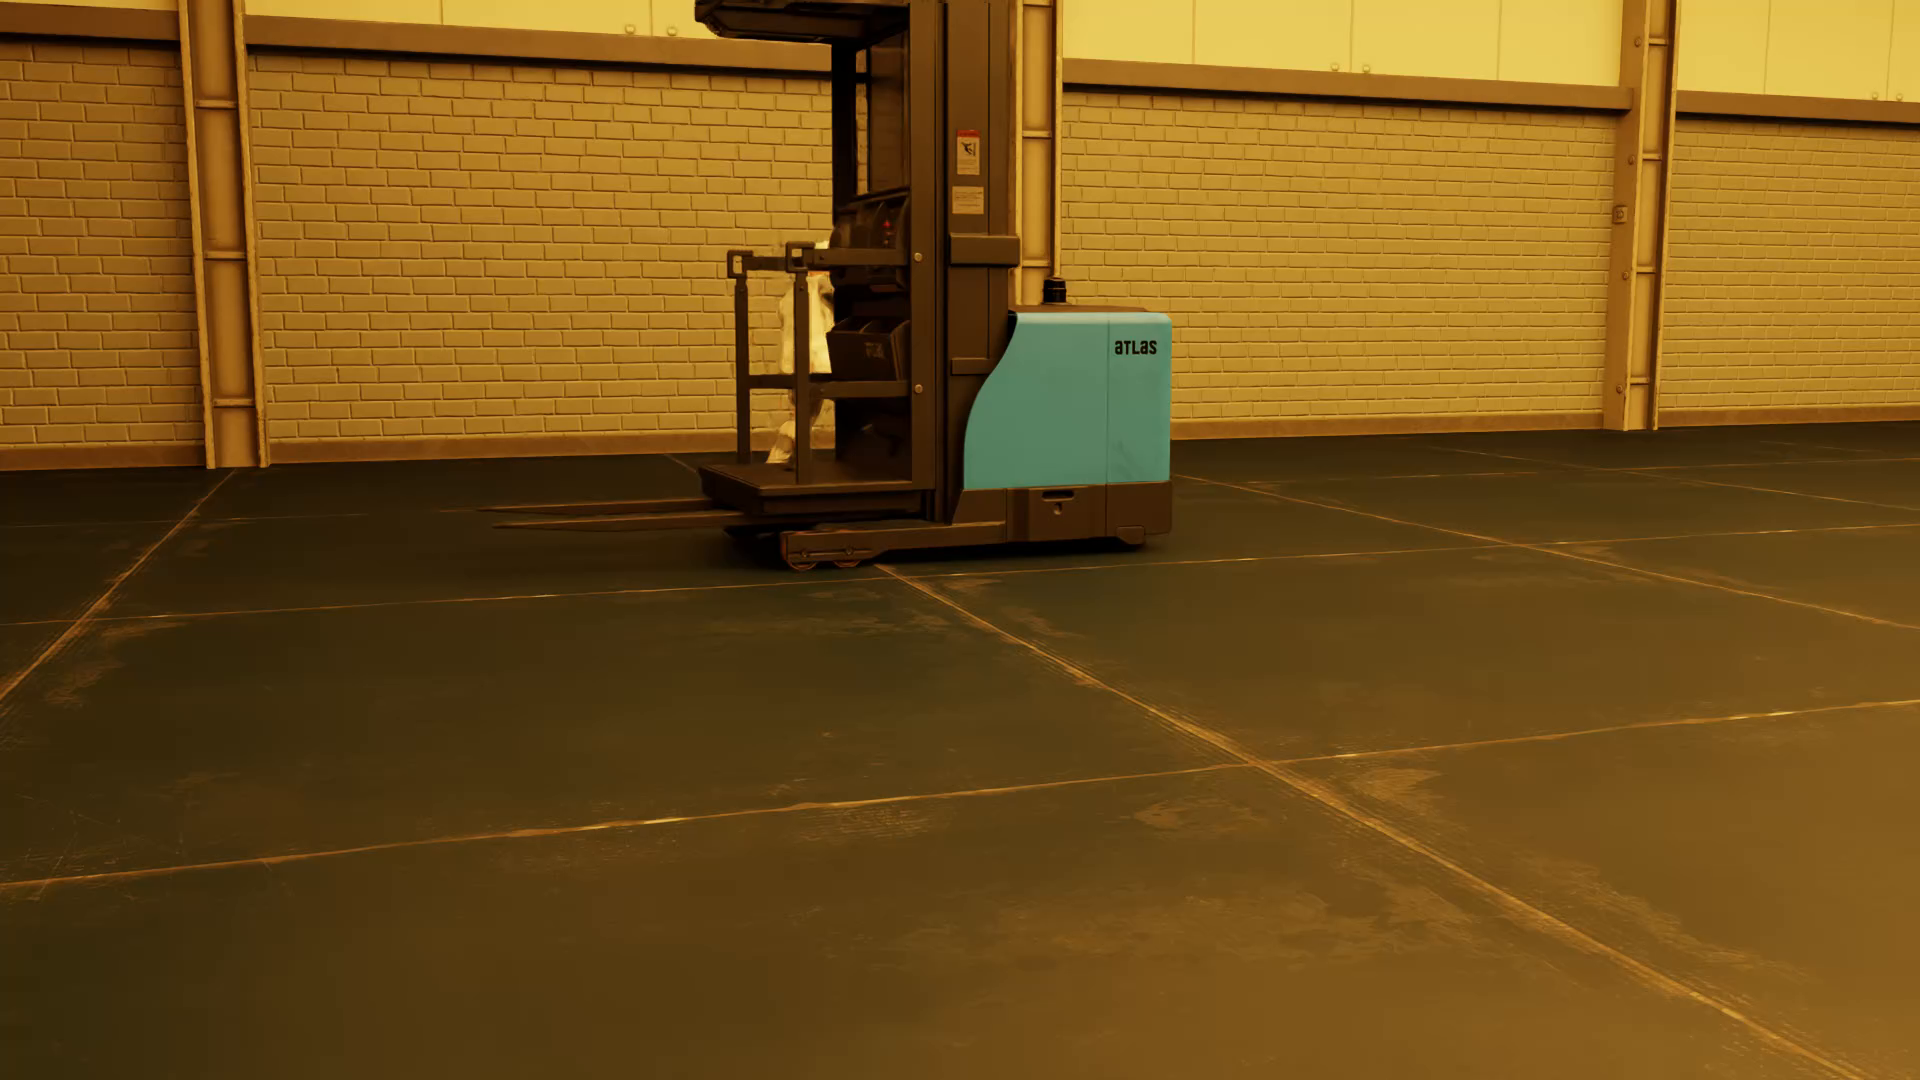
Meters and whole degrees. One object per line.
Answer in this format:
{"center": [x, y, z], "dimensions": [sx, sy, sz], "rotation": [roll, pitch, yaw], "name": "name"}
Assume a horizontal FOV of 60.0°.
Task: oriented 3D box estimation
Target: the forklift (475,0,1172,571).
{"center": [-0.594, -1.403, 7.366], "dimensions": [3.031, 2.935, 1.130], "rotation": [-3, 8, -22], "name": "forklift"}

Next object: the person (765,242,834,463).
{"center": [-0.760, -1.034, 10.036], "dimensions": [0.804, 1.514, 0.903], "rotation": [4, 9, 29], "name": "person"}
